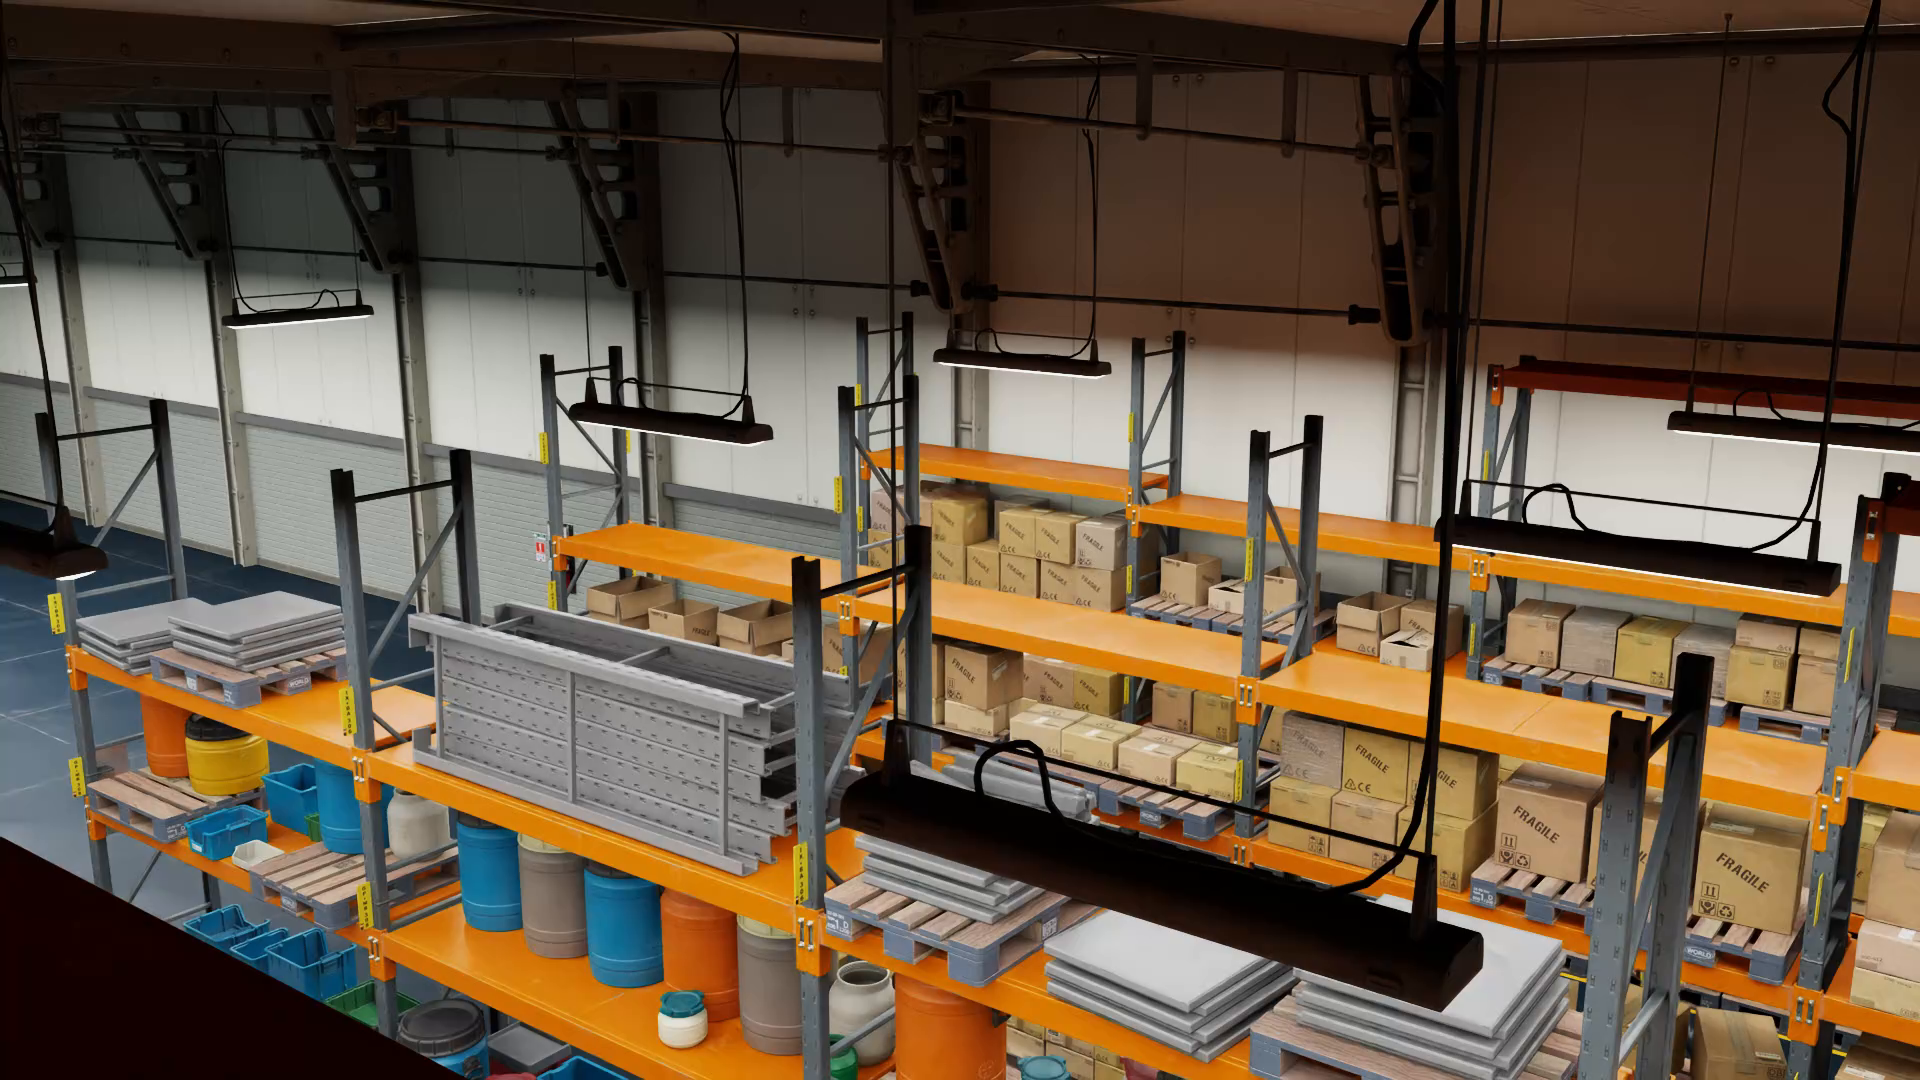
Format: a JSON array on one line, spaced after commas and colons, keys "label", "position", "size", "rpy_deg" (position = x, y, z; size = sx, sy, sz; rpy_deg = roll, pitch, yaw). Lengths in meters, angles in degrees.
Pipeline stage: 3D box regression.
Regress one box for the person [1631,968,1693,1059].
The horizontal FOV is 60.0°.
[{"label": "person", "position": [6.100, 3.902, 14.639], "size": [1.092, 1.717, 0.630], "rpy_deg": [8, 15, 32]}]
